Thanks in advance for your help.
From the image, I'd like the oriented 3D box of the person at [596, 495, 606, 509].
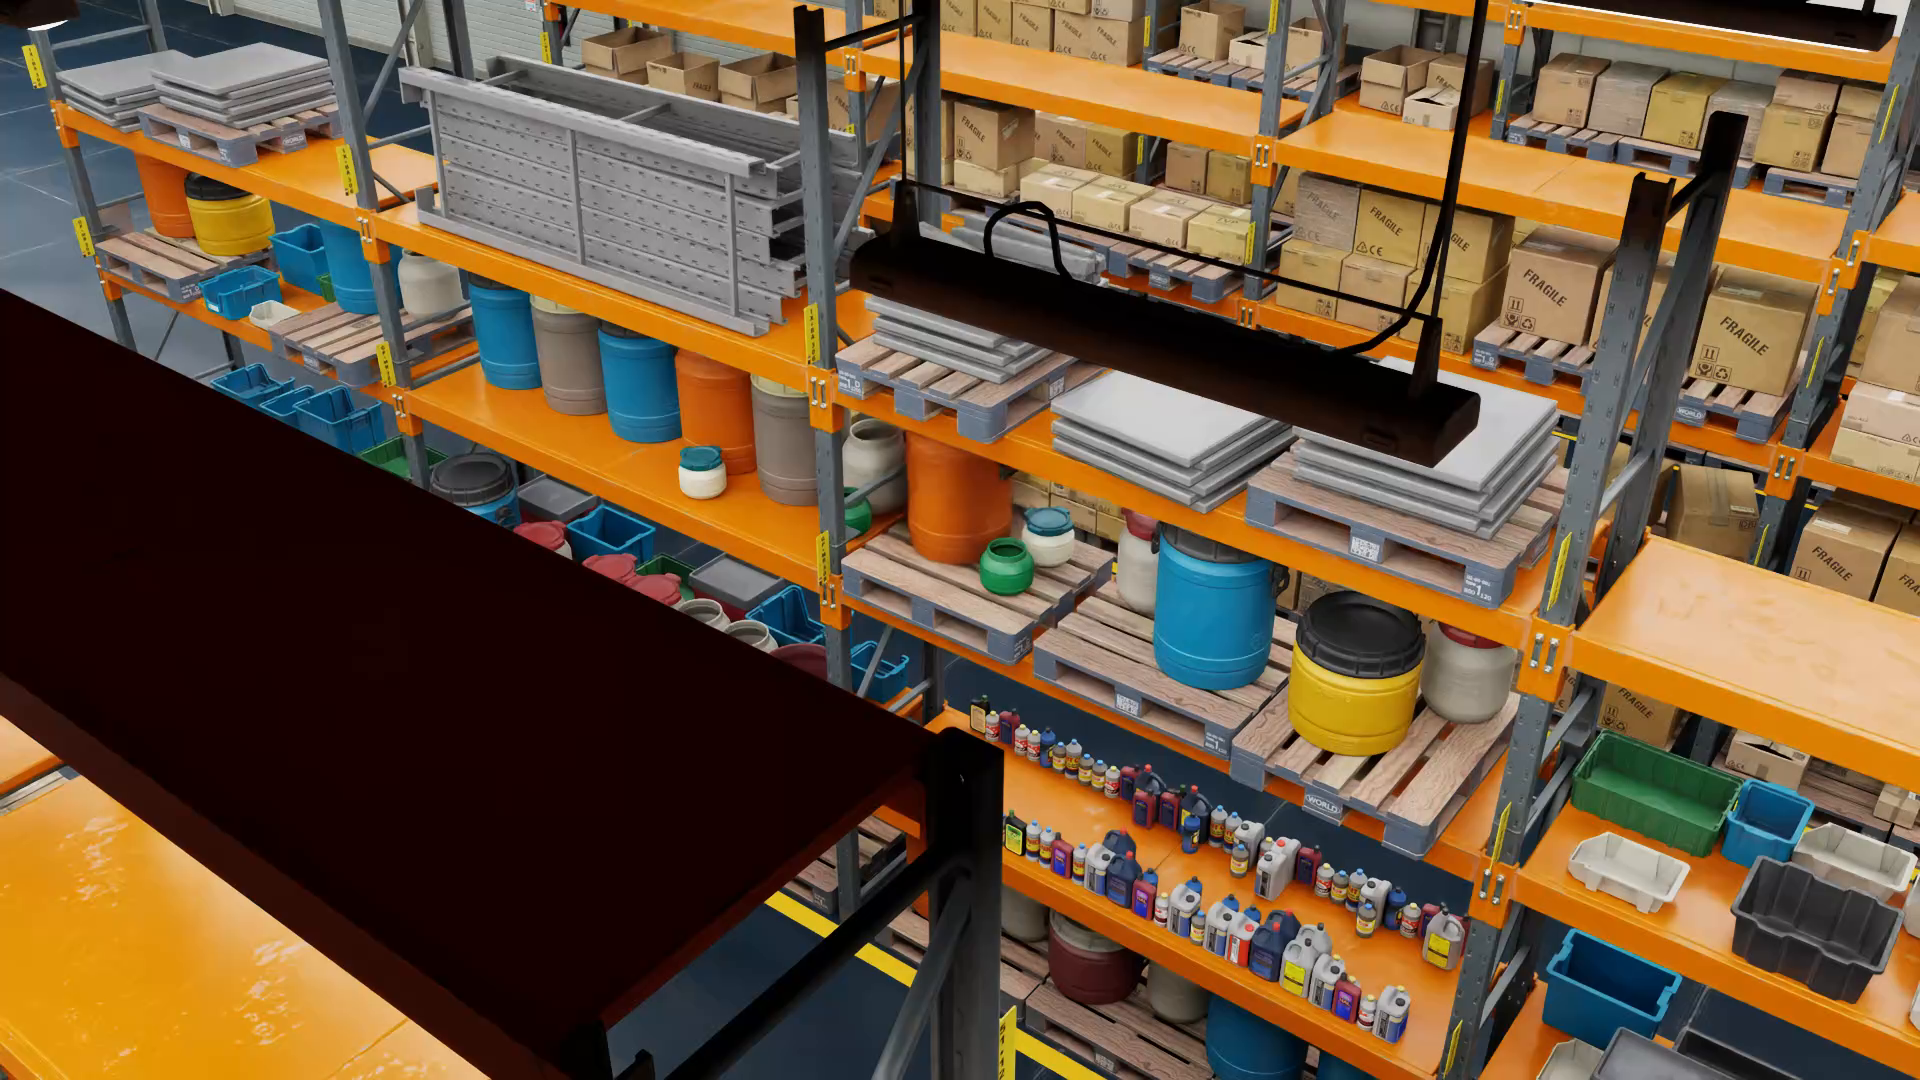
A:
[{"bbox_3d":[-3.157,-0.592,14.601,0.665,1.738,0.642,9,33,15],"label":"person"}]
